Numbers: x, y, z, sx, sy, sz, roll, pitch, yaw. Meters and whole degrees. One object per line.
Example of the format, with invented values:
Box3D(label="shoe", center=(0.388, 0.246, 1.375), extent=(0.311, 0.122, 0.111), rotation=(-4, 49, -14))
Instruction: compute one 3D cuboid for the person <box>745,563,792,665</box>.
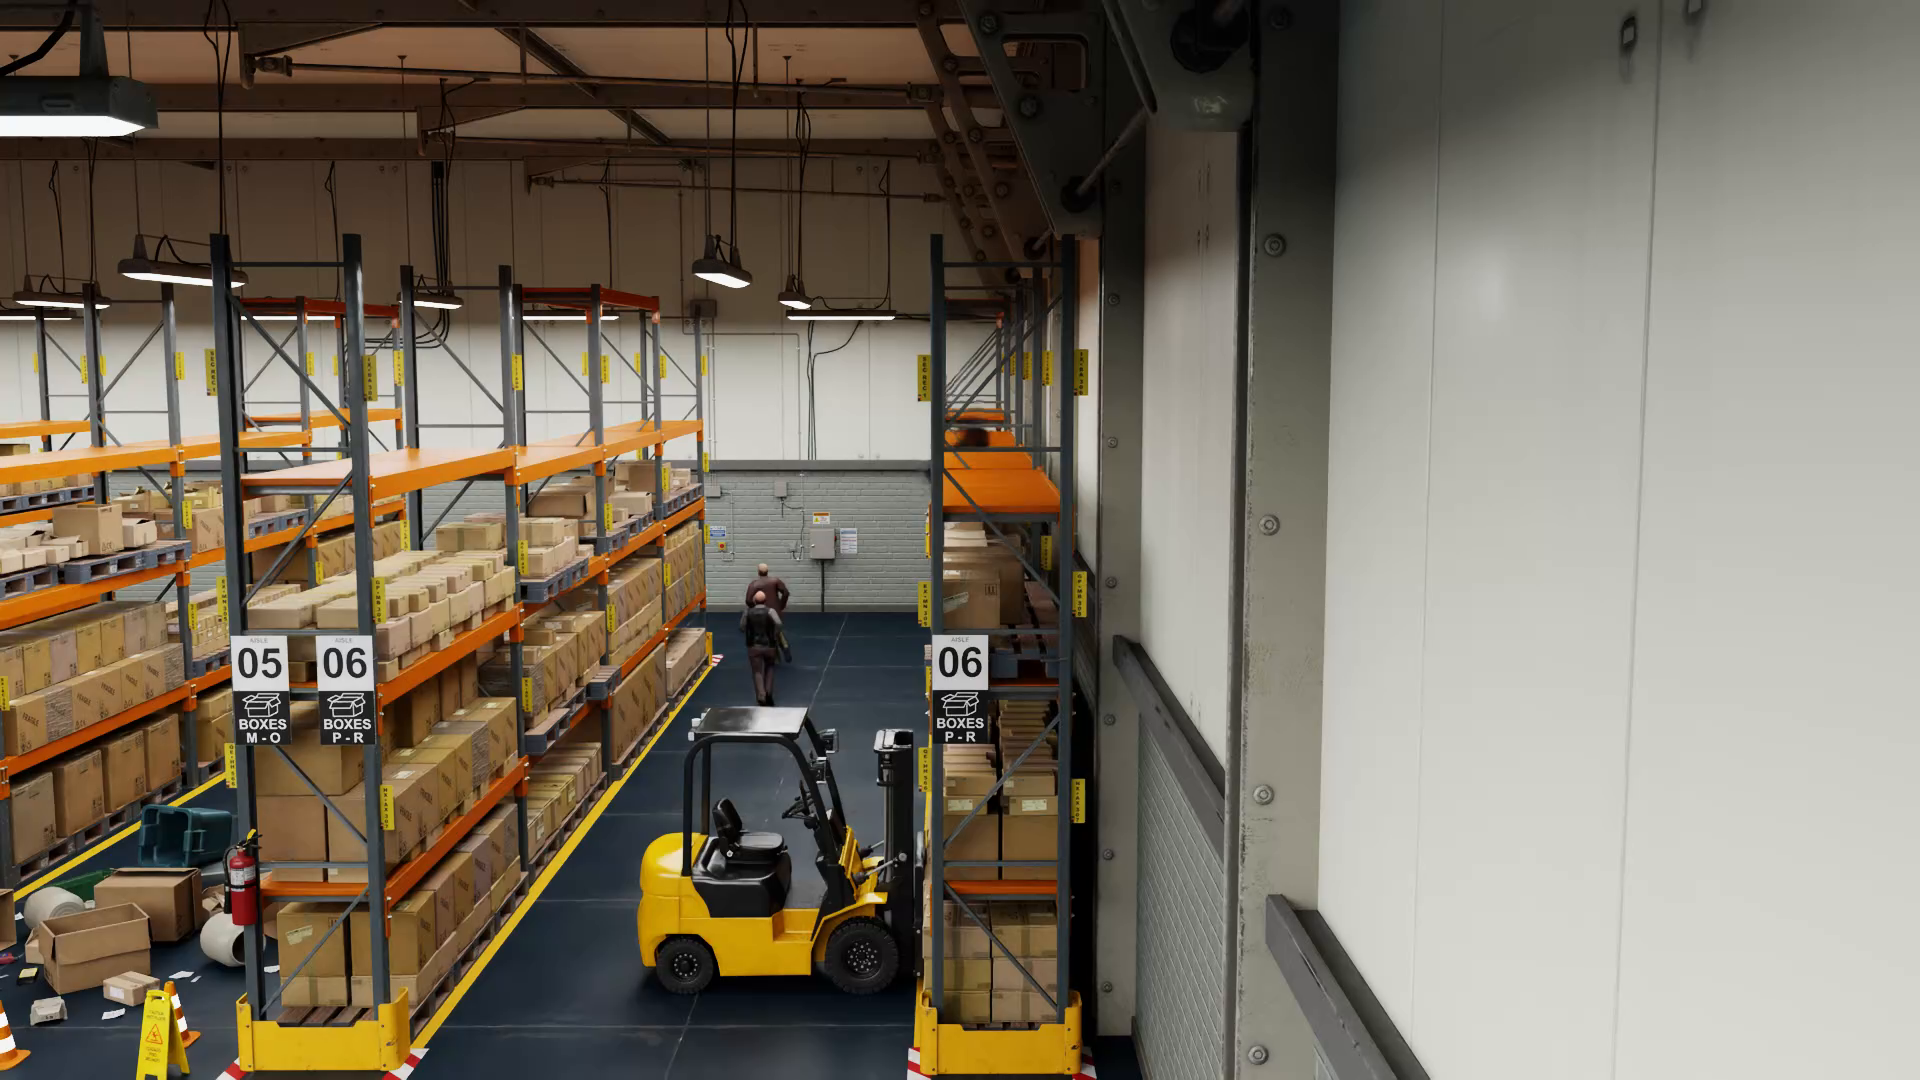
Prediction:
Box3D(label="person", center=(-3.218, 1.245, 27.762), extent=(0.729, 1.721, 0.611), rotation=(-2, 7, -21))

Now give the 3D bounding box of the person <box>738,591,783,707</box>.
Box3D(label="person", center=(-2.924, 1.638, 24.380), extent=(0.634, 1.769, 0.815), rotation=(-1, 6, -10))
